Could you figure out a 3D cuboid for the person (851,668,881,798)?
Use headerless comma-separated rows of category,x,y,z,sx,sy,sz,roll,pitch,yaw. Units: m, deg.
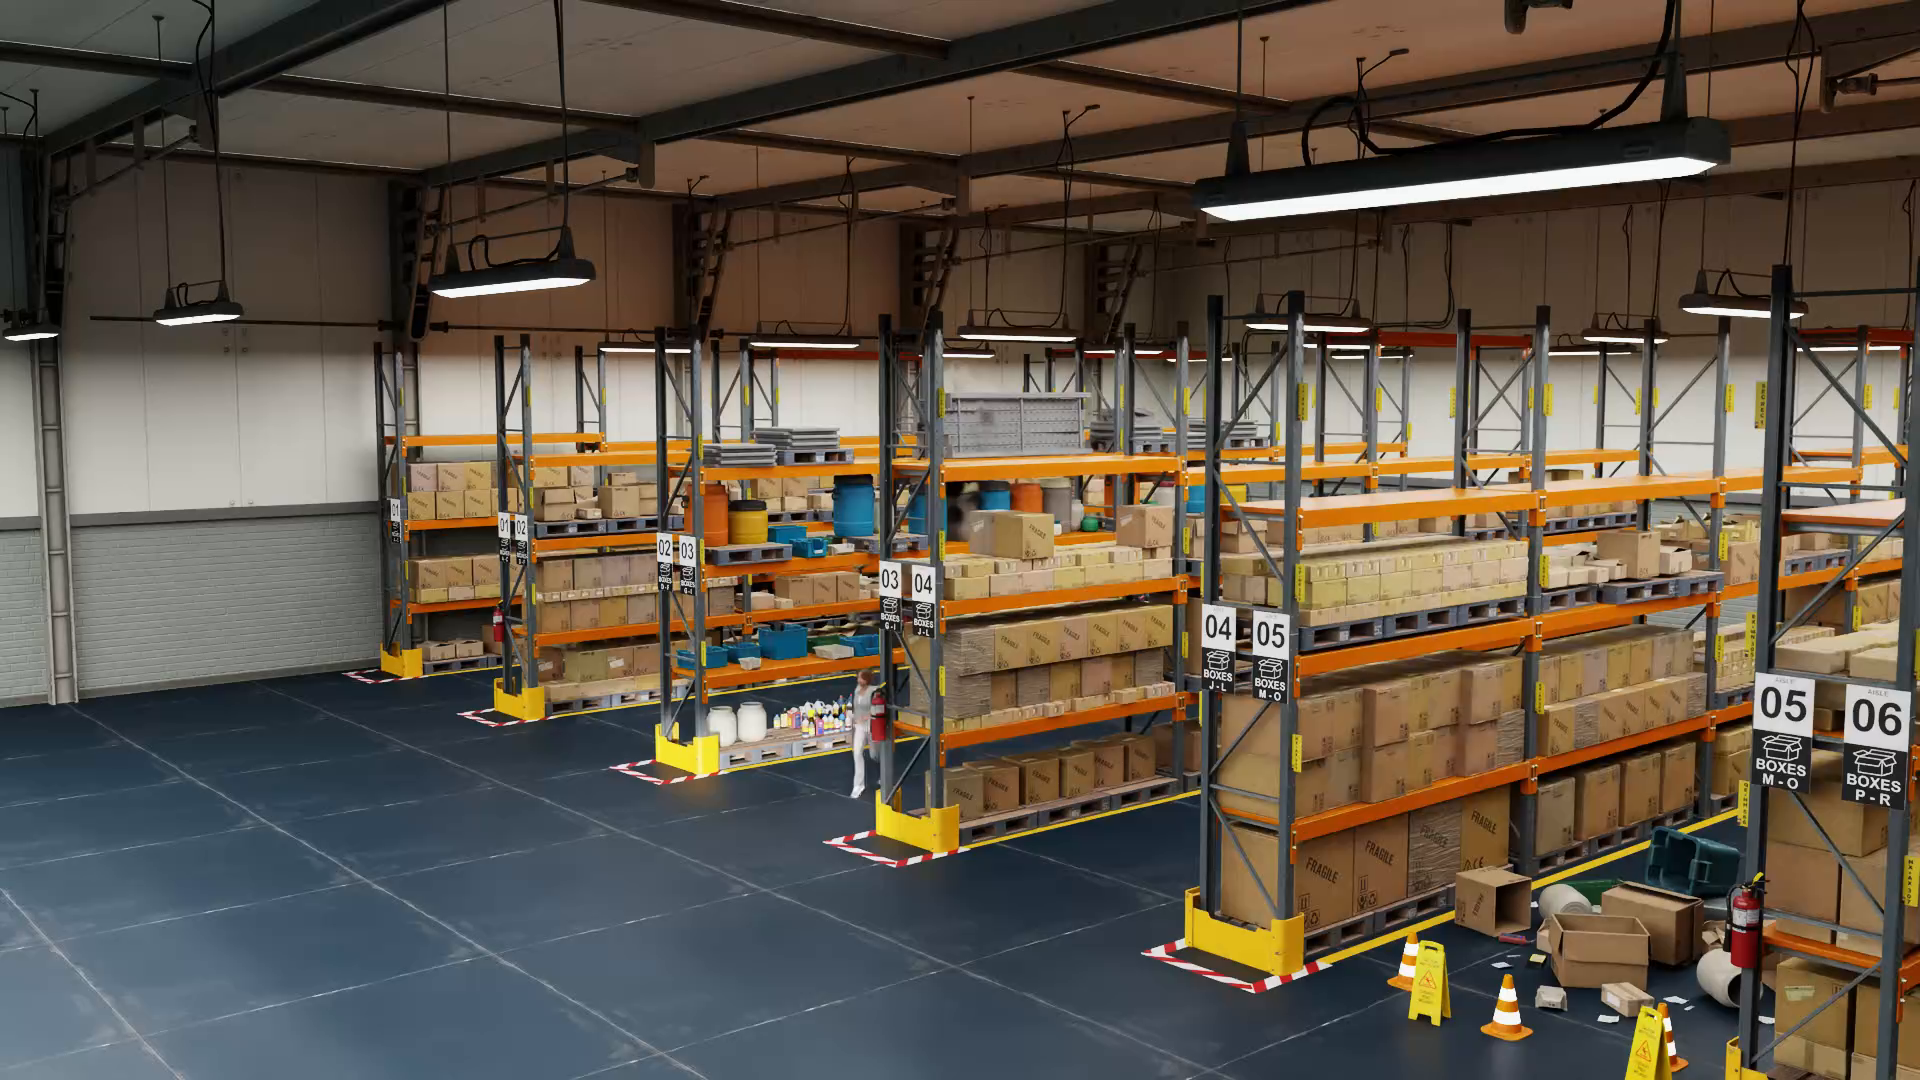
person,-1.121,2.434,21.243,0.529,1.630,0.755,3,6,33

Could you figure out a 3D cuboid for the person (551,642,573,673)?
person,-6.941,1.656,29.135,0.657,1.751,0.652,3,6,33

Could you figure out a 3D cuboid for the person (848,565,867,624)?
person,-2.076,1.268,33.823,0.613,1.684,0.682,4,7,40
